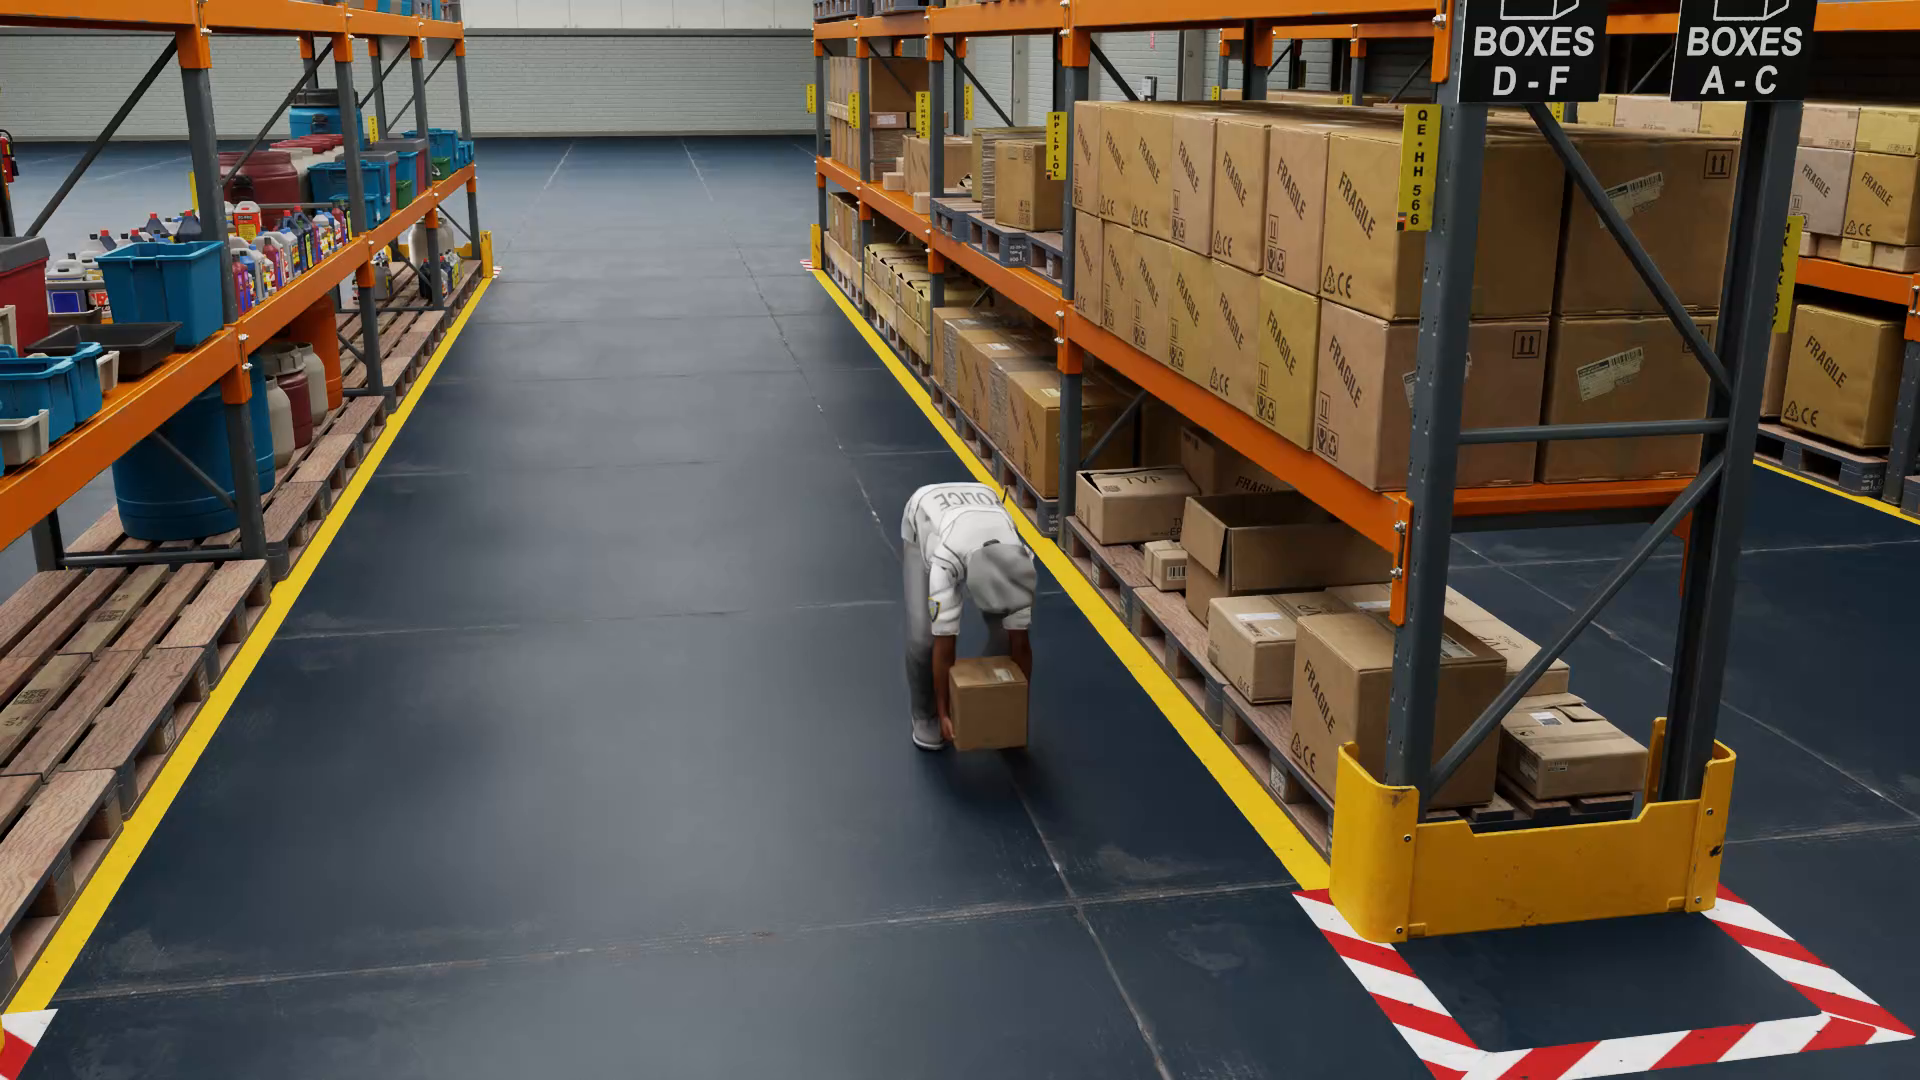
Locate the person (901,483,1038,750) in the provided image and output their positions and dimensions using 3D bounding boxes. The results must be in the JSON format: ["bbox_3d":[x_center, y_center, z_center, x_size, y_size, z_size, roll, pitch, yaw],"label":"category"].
[{"bbox_3d":[0.046,0.333,6.089,0.449,1.000,0.932,-4,17,-13],"label":"person"}]
